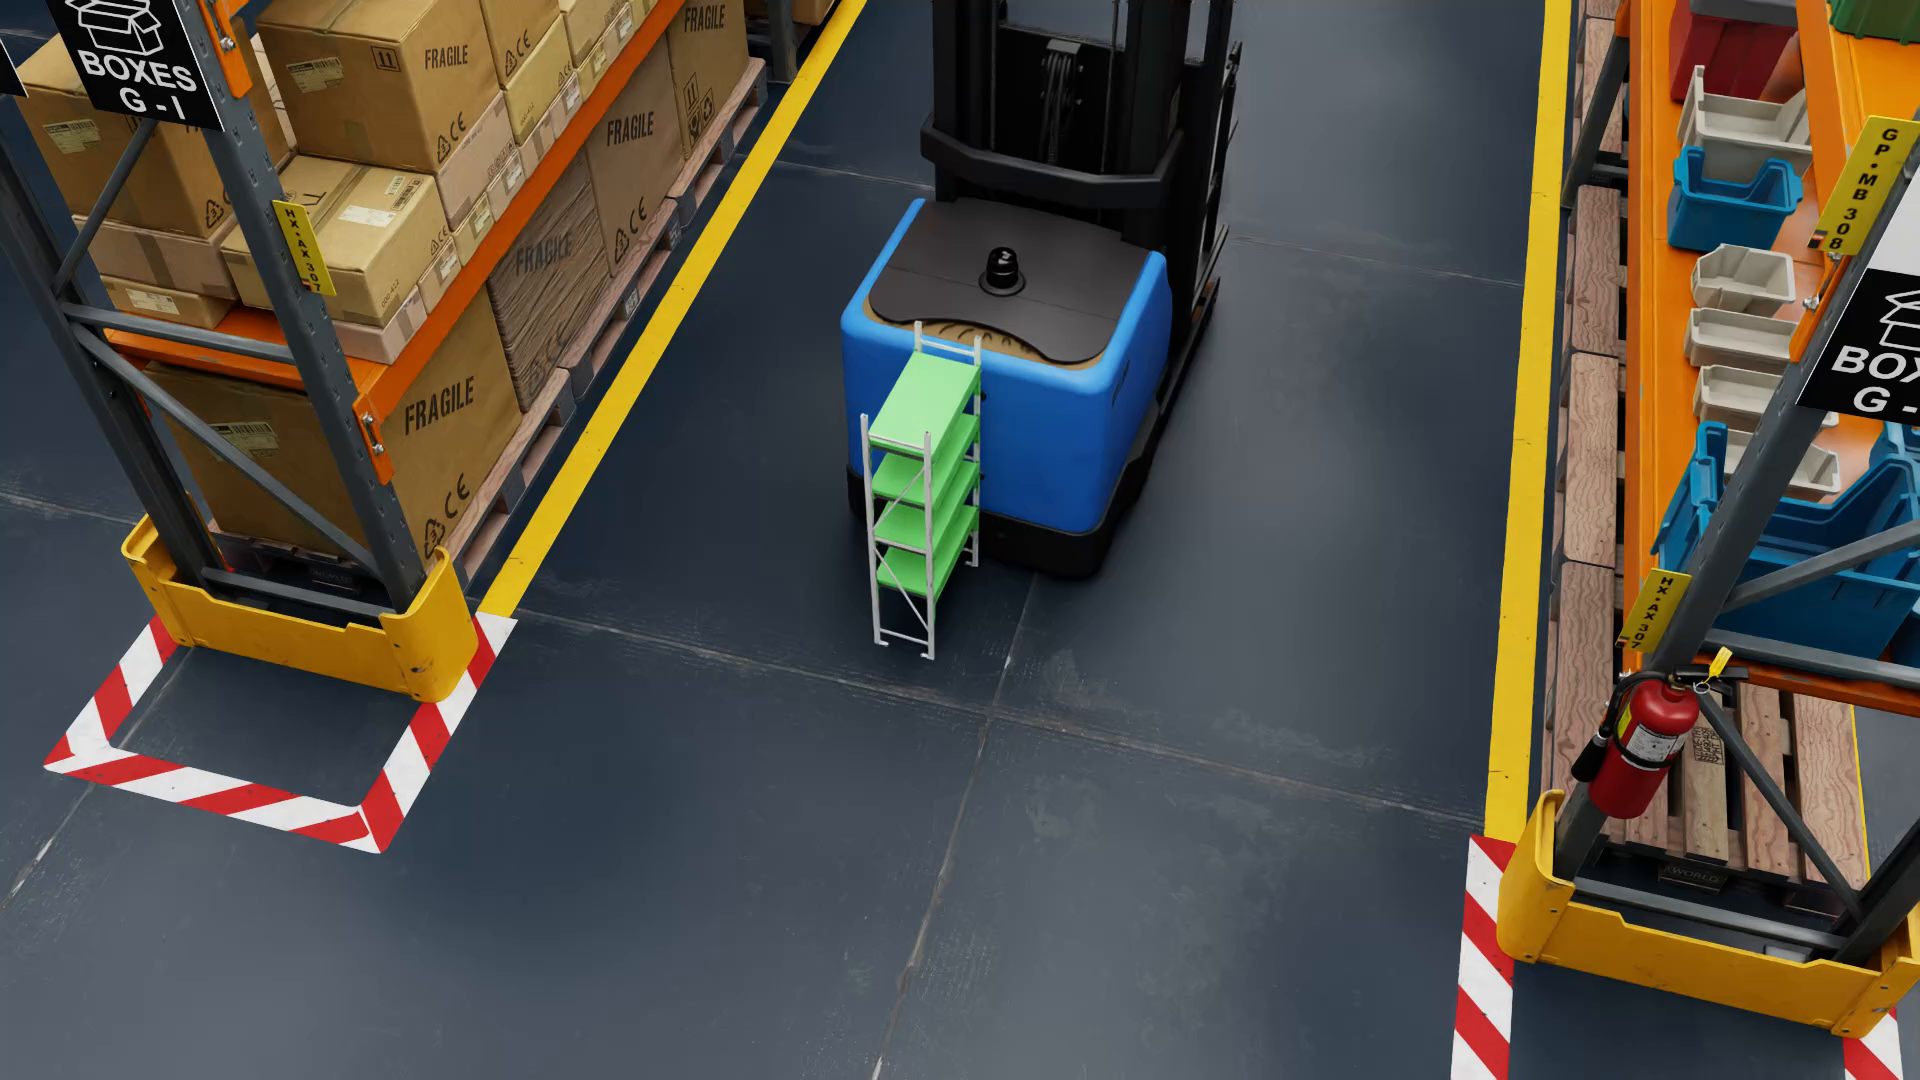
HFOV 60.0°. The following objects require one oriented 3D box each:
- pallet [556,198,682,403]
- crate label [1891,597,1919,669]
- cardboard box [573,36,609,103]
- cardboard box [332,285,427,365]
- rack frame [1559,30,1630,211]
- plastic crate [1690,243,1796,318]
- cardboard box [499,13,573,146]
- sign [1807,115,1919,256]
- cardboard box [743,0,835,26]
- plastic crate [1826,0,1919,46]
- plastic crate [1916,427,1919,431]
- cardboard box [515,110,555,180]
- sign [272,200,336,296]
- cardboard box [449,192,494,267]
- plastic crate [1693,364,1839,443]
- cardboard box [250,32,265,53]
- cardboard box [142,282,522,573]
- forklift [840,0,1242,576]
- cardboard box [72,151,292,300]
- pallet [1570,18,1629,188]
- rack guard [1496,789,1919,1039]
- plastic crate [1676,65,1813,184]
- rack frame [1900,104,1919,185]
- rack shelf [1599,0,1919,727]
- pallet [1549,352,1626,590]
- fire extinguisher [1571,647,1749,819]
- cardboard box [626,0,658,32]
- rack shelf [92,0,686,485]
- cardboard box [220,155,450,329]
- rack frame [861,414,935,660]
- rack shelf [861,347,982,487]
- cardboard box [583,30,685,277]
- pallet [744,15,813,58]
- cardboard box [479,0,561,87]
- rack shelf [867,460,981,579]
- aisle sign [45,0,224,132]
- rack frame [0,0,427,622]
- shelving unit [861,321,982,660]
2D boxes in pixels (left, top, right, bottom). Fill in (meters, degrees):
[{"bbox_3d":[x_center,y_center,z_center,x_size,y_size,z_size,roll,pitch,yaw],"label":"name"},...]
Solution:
[{"bbox_3d":[-1.957,-1.187,7.575,1.003,0.211,1.213,12,50,10],"label":"pallet"},{"bbox_3d":[2.746,0.263,4.507,0.416,0.233,0.303,12,50,10],"label":"crate label"},{"bbox_3d":[-1.600,-1.857,6.475,0.380,0.149,0.250,10,49,9],"label":"cardboard box"},{"bbox_3d":[-2.003,-0.745,5.493,0.380,0.149,0.250,12,50,10],"label":"cardboard box"},{"bbox_3d":[3.416,-2.552,6.920,1.000,3.000,0.127,12,50,10],"label":"rack frame"},{"bbox_3d":[2.603,-0.848,5.552,0.298,0.136,0.250,12,50,10],"label":"plastic crate"},{"bbox_3d":[-1.762,-1.719,6.087,0.500,0.250,0.500,10,49,9],"label":"cardboard box"},{"bbox_3d":[1.828,-0.713,3.367,0.100,0.325,0.005,12,50,10],"label":"sign"},{"bbox_3d":[-1.213,-3.432,8.834,1.225,0.875,0.875,12,50,10],"label":"cardboard box"},{"bbox_3d":[2.347,-1.351,4.001,0.450,0.188,0.336,12,50,10],"label":"plastic crate"},{"bbox_3d":[3.089,-0.411,5.167,0.250,0.136,0.298,12,50,10],"label":"plastic crate"},{"bbox_3d":[-1.735,-1.488,6.149,0.380,0.149,0.250,11,49,9],"label":"cardboard box"},{"bbox_3d":[-1.881,-0.835,4.775,0.100,0.325,0.005,12,50,10],"label":"sign"},{"bbox_3d":[-1.870,-1.116,5.820,0.380,0.149,0.250,11,49,9],"label":"cardboard box"},{"bbox_3d":[2.493,-0.424,5.178,0.396,0.136,0.243,12,50,10],"label":"plastic crate"},{"bbox_3d":[-2.276,-1.823,6.178,0.500,0.250,0.500,10,49,9],"label":"cardboard box"},{"bbox_3d":[-2.324,-0.551,6.291,0.875,0.875,0.875,12,50,10],"label":"cardboard box"},{"bbox_3d":[0.537,-1.958,6.442,1.130,2.935,3.031,15,50,13],"label":"forklift"},{"bbox_3d":[-2.544,-1.088,5.530,0.500,0.250,0.500,11,49,9],"label":"cardboard box"},{"bbox_3d":[3.659,-2.179,8.451,1.003,0.211,1.213,12,50,10],"label":"pallet"},{"bbox_3d":[2.369,1.188,5.286,1.175,0.500,0.348,12,50,10],"label":"rack guard"},{"bbox_3d":[2.836,-1.464,6.000,0.437,0.282,0.530,12,50,10],"label":"plastic crate"},{"bbox_3d":[2.363,-1.644,2.118,1.000,3.000,0.127,12,50,10],"label":"rack frame"},{"bbox_3d":[2.890,-0.867,5.913,1.077,0.370,4.000,12,50,10],"label":"rack shelf"},{"bbox_3d":[2.941,-0.204,6.708,1.003,0.211,1.213,12,50,10],"label":"pallet"},{"bbox_3d":[1.885,0.510,4.519,0.296,0.674,0.183,12,50,10],"label":"fire extinguisher"},{"bbox_3d":[-1.464,-2.231,6.805,0.380,0.149,0.250,11,49,9],"label":"cardboard box"},{"bbox_3d":[-1.889,-1.845,6.776,1.077,0.370,4.000,12,50,10],"label":"rack shelf"},{"bbox_3d":[-2.028,-0.979,5.434,0.500,0.250,0.500,10,49,9],"label":"cardboard box"},{"bbox_3d":[-0.210,0.021,5.850,0.240,1.200,0.015,15,50,13],"label":"rack frame"},{"bbox_3d":[-0.126,-0.426,5.690,0.258,0.148,0.480,15,50,13],"label":"rack shelf"},{"bbox_3d":[-1.850,-1.853,7.440,0.875,0.875,0.875,12,50,10],"label":"cardboard box"},{"bbox_3d":[-1.232,-3.180,9.334,1.003,0.211,1.213,12,50,10],"label":"pallet"},{"bbox_3d":[-1.766,-1.964,5.803,0.500,0.500,0.500,10,49,9],"label":"cardboard box"},{"bbox_3d":[-0.126,-0.109,6.050,0.258,0.148,0.480,15,50,13],"label":"rack shelf"},{"bbox_3d":[-2.145,-1.385,4.157,0.394,0.787,0.004,12,50,10],"label":"aisle sign"},{"bbox_3d":[-2.415,-0.636,5.230,1.000,3.000,0.127,12,50,10],"label":"rack frame"},{"bbox_3d":[-0.126,-0.151,6.002,0.258,1.200,0.503,15,50,13],"label":"shelving unit"}]
